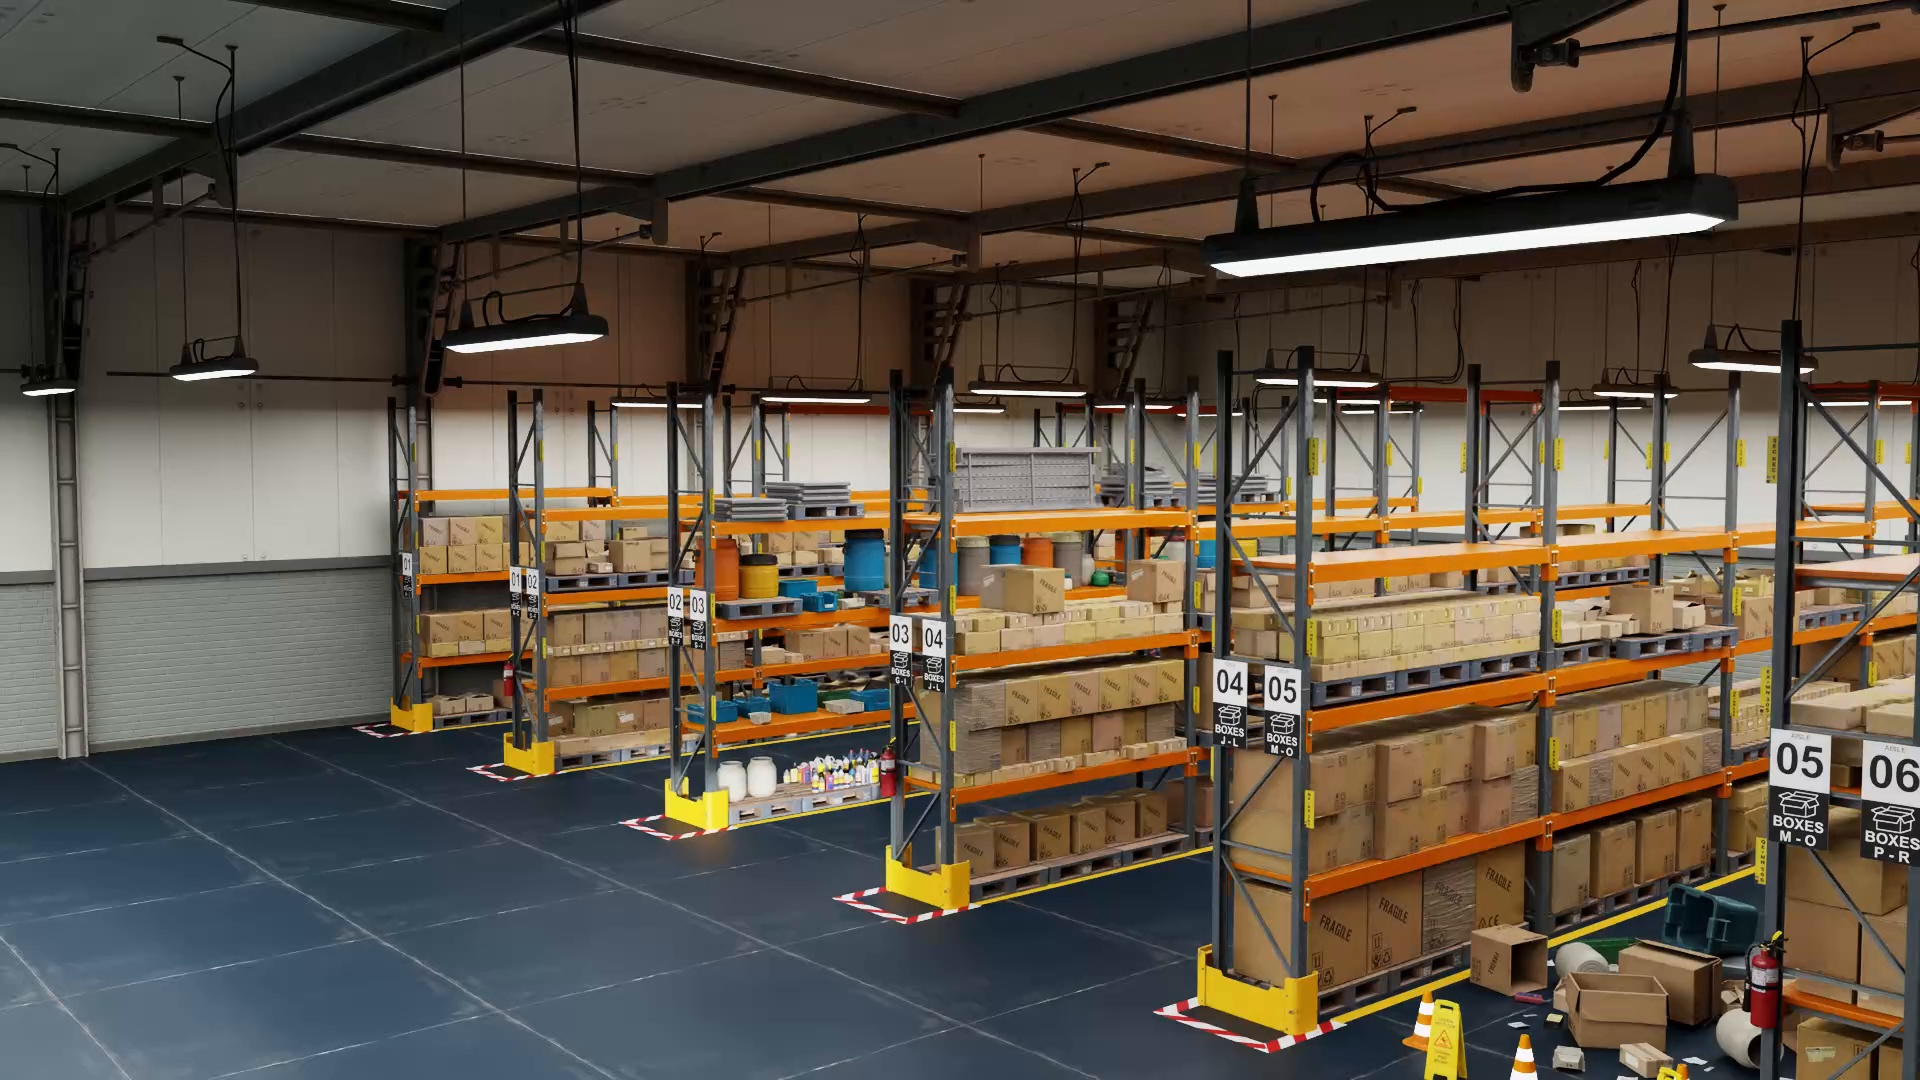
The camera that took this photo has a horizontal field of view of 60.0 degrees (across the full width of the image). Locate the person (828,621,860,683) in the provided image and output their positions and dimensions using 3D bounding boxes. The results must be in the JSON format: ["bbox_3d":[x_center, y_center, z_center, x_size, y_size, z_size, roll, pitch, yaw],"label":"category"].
[{"bbox_3d":[-2.407,2.322,33.903,0.681,1.759,0.778,3,5,45],"label":"person"}]
